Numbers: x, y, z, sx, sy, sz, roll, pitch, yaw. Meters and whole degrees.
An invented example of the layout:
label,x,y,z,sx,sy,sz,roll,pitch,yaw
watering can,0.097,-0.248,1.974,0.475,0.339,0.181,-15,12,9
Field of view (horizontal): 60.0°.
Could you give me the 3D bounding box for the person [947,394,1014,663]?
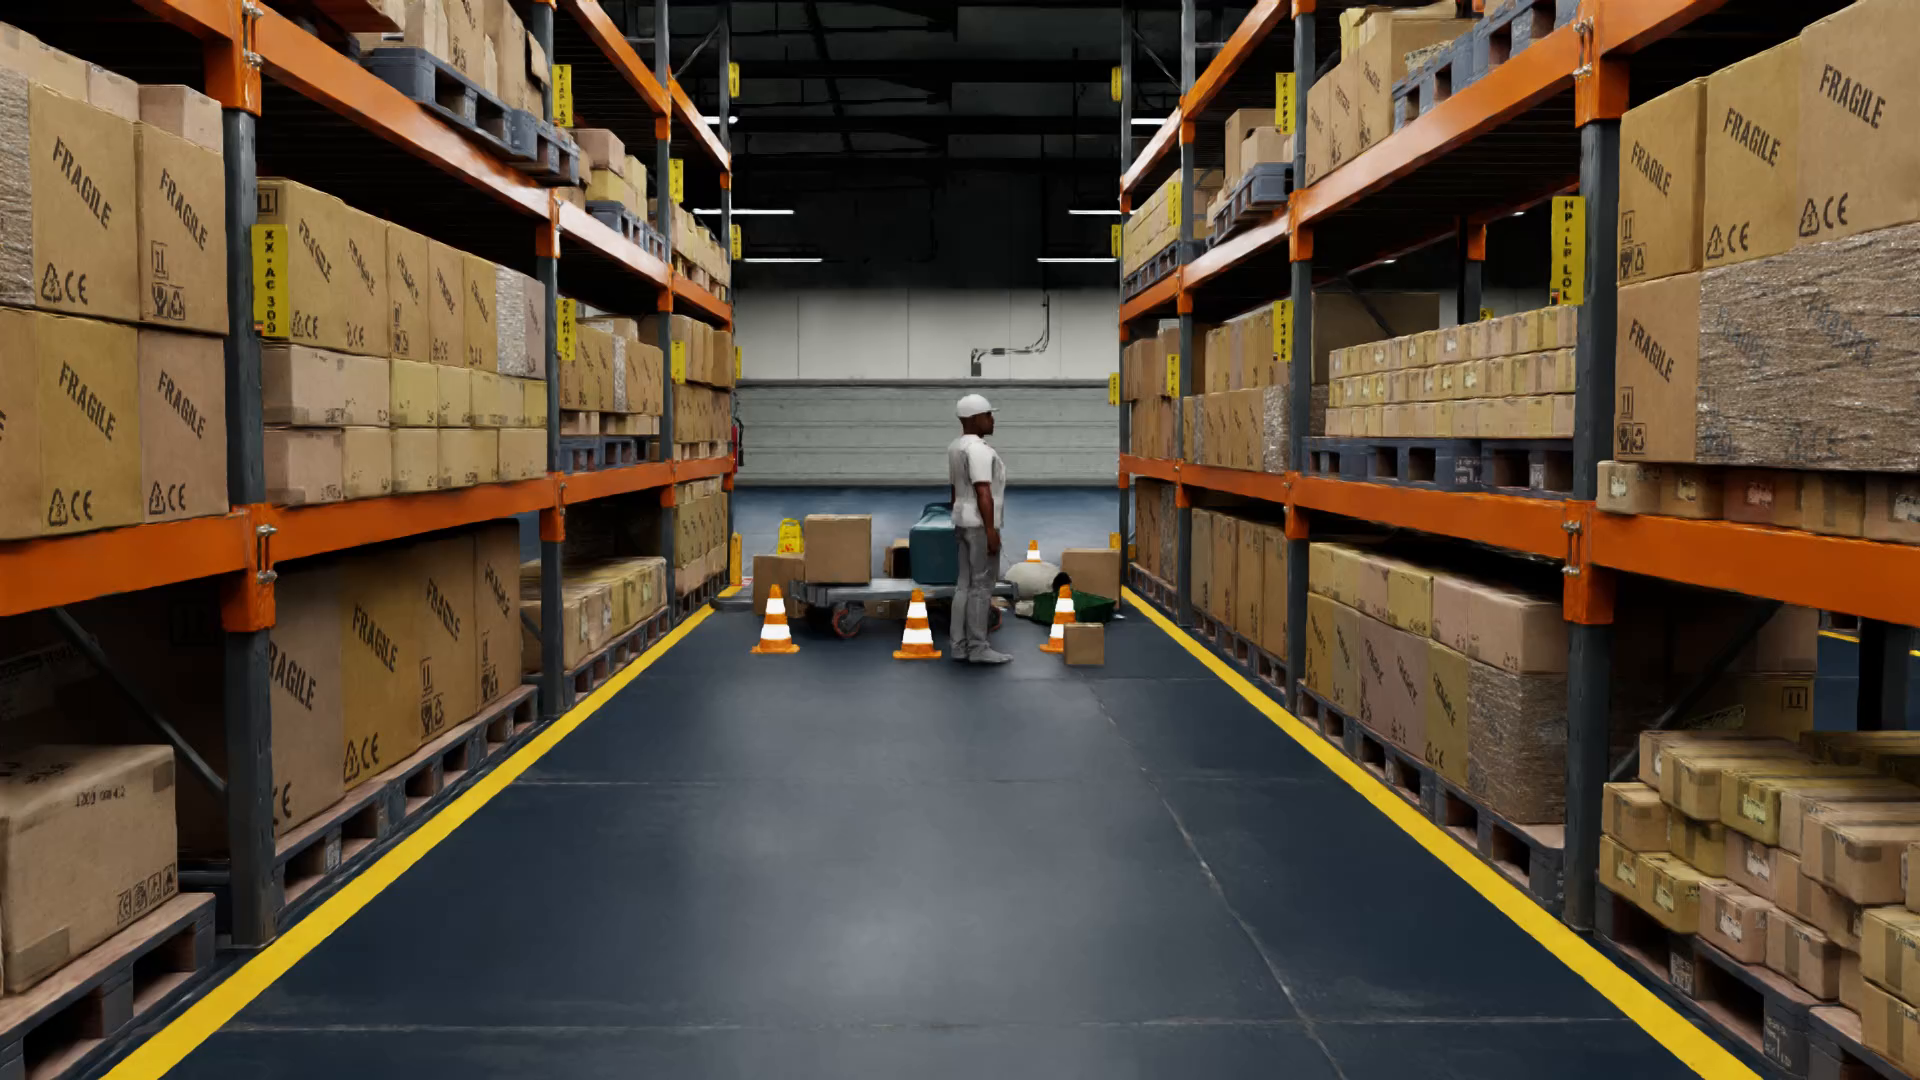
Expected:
label,x,y,z,sx,sy,sz,roll,pitch,yaw
person,0.110,-0.084,11.110,0.379,1.770,0.665,-1,4,-18
